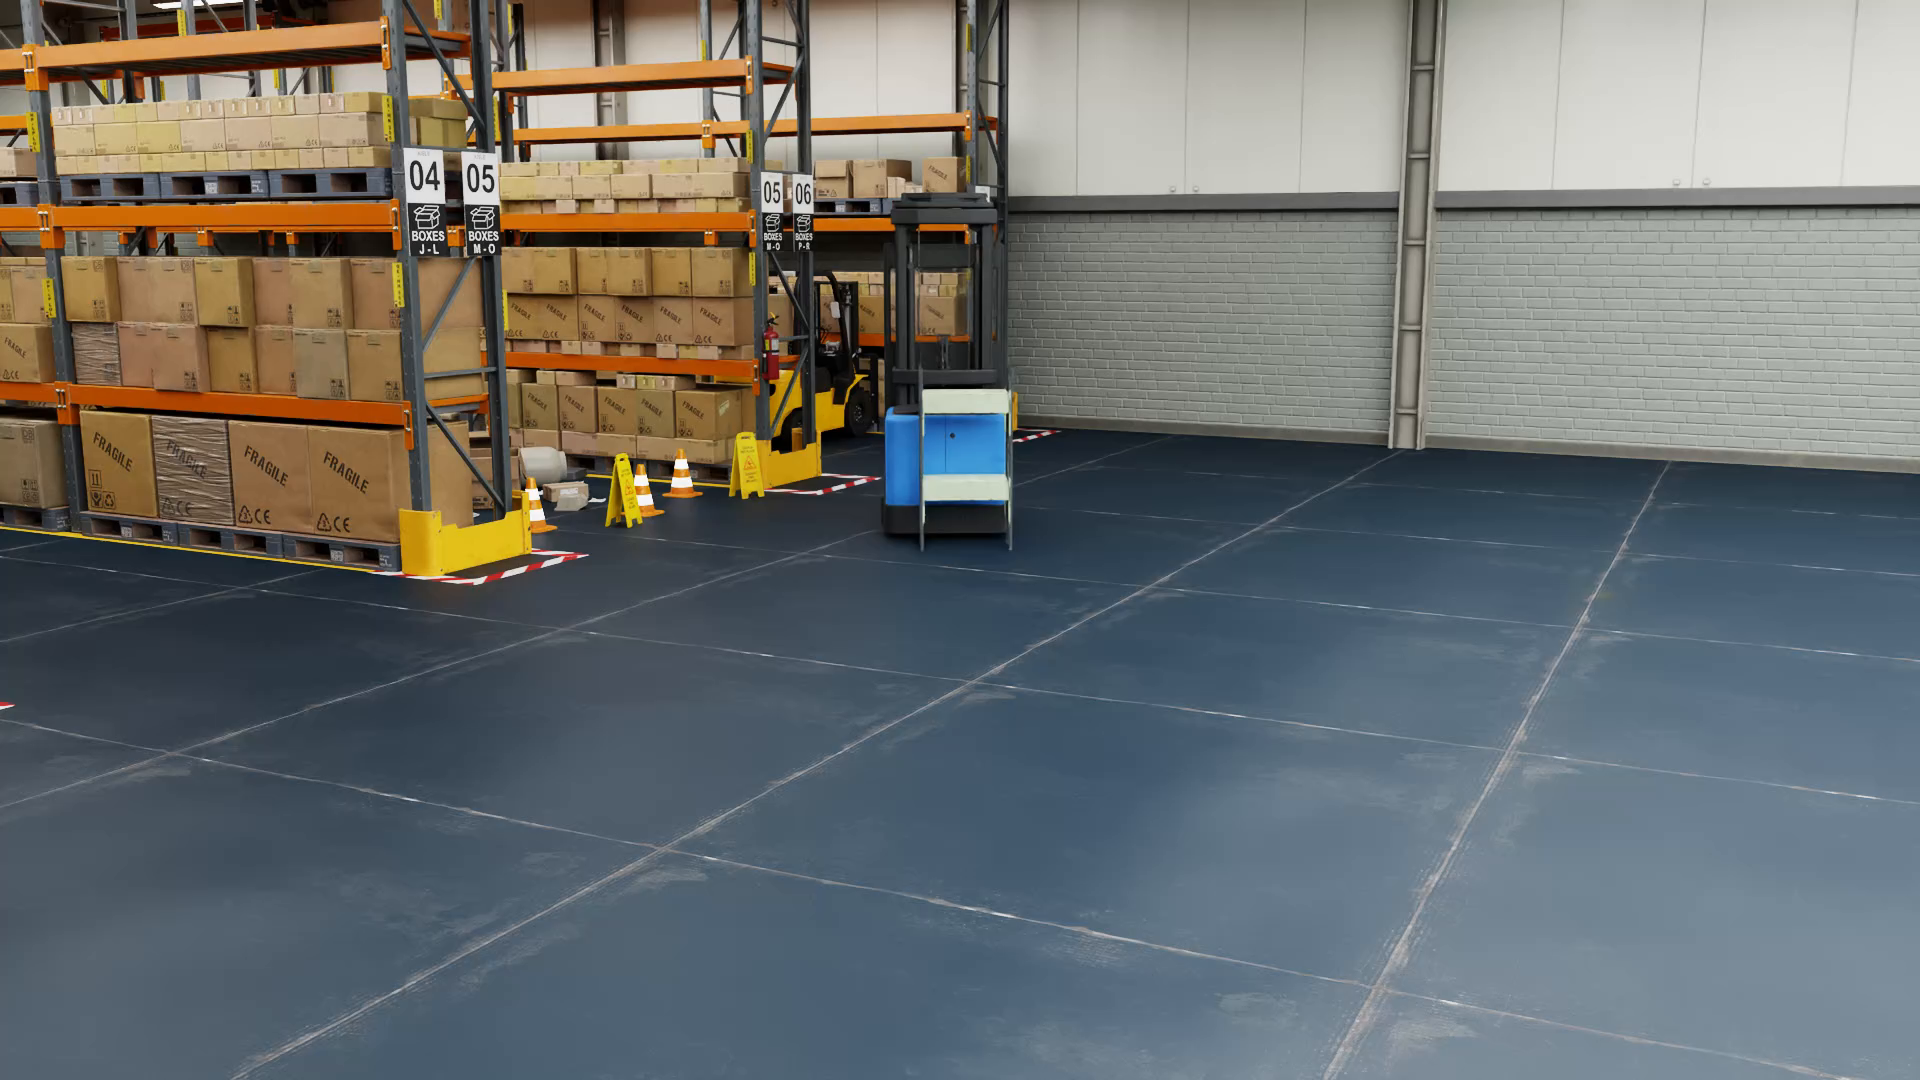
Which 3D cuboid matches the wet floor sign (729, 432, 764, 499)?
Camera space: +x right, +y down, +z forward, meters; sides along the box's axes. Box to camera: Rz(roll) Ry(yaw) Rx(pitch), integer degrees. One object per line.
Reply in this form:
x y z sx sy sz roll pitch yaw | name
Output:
-2.135 -0.754 16.587 0.267 0.644 0.232 -10 14 -43 | wet floor sign

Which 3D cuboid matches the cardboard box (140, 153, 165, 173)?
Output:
-6.430 -3.061 13.543 0.250 0.149 0.380 5 11 25 | cardboard box

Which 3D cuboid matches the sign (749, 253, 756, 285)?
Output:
-2.096 -2.737 16.792 0.005 0.325 0.100 5 11 26 | sign

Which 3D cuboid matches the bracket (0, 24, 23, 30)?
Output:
-19.042 -9.429 30.951 5.218 0.066 0.076 5 11 26 | bracket

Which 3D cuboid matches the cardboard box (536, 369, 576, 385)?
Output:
-4.463 -1.807 18.404 0.250 0.149 0.380 6 12 28 | cardboard box

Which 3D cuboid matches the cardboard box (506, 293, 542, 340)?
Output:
-4.688 -2.495 18.475 0.500 0.500 0.500 5 11 26 | cardboard box

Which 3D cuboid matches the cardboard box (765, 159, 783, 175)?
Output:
-2.061 -3.904 17.423 0.250 0.149 0.380 5 11 25 | cardboard box

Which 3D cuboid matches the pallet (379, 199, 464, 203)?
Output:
-5.926 -3.863 19.258 1.003 0.211 1.213 5 11 26 | pallet

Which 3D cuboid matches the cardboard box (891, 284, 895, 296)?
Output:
-0.740 -3.310 21.993 0.250 0.149 0.380 5 11 25 | cardboard box

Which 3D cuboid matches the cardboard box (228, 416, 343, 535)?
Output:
-5.359 -0.573 13.762 0.875 0.875 0.875 5 11 25 | cardboard box

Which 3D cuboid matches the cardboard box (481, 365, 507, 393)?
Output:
-7.288 -2.498 25.449 0.500 0.500 0.500 5 12 27 | cardboard box

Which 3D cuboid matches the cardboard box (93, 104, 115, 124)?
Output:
-6.887 -3.493 13.693 0.250 0.149 0.380 5 11 25 | cardboard box

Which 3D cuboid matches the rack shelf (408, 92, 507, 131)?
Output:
-7.213 -4.973 19.582 4.000 0.370 1.077 5 11 26 | rack shelf

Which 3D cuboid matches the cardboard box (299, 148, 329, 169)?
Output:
-4.836 -2.921 12.768 0.250 0.149 0.380 5 11 27 | cardboard box

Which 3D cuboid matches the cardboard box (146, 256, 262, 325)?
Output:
-6.235 -2.097 13.940 0.550 0.550 0.875 5 11 26 | cardboard box

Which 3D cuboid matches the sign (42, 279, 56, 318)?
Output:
-7.750 -2.059 14.155 0.005 0.325 0.100 5 11 26 | sign

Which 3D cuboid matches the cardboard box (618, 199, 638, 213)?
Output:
-3.412 -3.540 17.650 0.250 0.149 0.380 5 11 24 | cardboard box

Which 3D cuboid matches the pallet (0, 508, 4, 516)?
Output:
-9.343 -0.388 15.781 1.213 0.211 1.003 5 11 26 | pallet

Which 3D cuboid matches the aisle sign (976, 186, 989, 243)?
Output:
0.290 -4.119 21.267 0.004 0.787 0.394 5 11 26 | aisle sign

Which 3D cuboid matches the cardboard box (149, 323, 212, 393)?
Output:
-6.248 -1.561 14.012 0.550 0.550 0.875 5 11 26 | cardboard box

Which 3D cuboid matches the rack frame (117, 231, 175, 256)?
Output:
-13.988 -4.153 28.752 0.127 3.000 1.000 5 11 26 | rack frame

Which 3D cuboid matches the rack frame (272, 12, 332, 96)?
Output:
-10.401 -6.789 26.477 0.127 3.000 1.000 5 11 26 | rack frame

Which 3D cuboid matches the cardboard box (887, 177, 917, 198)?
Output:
-0.744 -4.594 21.688 0.258 0.266 0.396 5 11 26 | cardboard box

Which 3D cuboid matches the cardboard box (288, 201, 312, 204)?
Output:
-7.626 -4.140 19.972 0.637 0.503 0.797 5 11 26 | cardboard box

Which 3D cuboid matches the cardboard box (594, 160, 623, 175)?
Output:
-3.656 -3.939 17.613 0.250 0.149 0.380 5 12 27 | cardboard box

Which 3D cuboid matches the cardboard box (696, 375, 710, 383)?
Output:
-3.699 -2.285 23.919 0.625 0.625 0.875 6 12 28 | cardboard box

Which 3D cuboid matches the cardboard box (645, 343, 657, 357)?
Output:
-3.171 -2.054 17.865 0.250 0.149 0.380 5 11 27 | cardboard box

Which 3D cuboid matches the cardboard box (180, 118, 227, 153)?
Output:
-5.844 -3.218 13.290 0.500 0.250 0.500 5 11 26 | cardboard box

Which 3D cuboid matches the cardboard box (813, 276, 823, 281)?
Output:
-1.882 -3.560 22.543 0.250 0.149 0.380 5 11 26 | cardboard box

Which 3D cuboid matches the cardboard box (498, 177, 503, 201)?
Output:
-5.146 -3.884 18.432 0.500 0.250 0.500 5 11 25 | cardboard box

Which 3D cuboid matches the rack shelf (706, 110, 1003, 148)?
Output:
-1.433 -5.451 22.222 4.000 0.370 1.077 5 11 26 | rack shelf

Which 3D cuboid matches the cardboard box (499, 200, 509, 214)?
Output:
-5.039 -3.673 18.383 0.250 0.149 0.380 5 11 26 | cardboard box

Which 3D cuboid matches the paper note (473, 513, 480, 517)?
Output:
-4.550 -0.230 15.419 0.144 0.017 0.142 -10 14 -43 | paper note

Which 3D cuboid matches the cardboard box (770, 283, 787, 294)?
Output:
-2.390 -3.441 22.717 0.250 0.149 0.380 5 12 27 | cardboard box

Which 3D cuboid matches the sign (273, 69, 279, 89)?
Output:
-10.657 -7.203 25.915 0.005 0.325 0.100 5 11 26 | sign

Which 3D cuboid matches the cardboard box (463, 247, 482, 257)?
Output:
-5.121 -3.032 18.638 0.500 0.500 0.700 5 11 25 | cardboard box

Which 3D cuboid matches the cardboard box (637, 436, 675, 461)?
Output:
-3.137 -1.015 17.959 0.500 0.250 0.500 5 11 26 | cardboard box

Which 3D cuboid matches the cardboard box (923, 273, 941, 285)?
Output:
-0.289 -3.416 21.743 0.250 0.149 0.380 5 11 26 | cardboard box

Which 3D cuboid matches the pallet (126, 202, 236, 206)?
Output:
-9.608 -4.155 20.871 1.003 0.211 1.213 6 12 28 | pallet

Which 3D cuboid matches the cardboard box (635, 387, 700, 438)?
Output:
-3.136 -1.384 17.888 0.500 0.500 0.500 6 12 28 | cardboard box

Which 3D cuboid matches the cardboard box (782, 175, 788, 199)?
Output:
-2.165 -3.730 17.578 0.500 0.250 0.500 5 11 25 | cardboard box

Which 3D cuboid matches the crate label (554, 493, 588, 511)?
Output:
-3.707 -0.366 15.868 0.298 0.136 0.250 -1 10 -4 | crate label

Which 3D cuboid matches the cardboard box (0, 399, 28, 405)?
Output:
-13.109 -2.057 23.188 0.875 0.438 0.875 5 11 25 | cardboard box

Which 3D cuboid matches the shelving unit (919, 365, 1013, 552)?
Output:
0.043 -0.681 13.781 0.755 1.500 0.431 -1 10 -3 | shelving unit

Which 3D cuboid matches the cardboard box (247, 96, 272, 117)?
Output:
-5.294 -3.353 12.920 0.250 0.149 0.380 5 11 26 | cardboard box

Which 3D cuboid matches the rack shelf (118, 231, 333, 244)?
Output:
-12.194 -5.117 27.679 4.000 0.370 1.077 5 11 26 | rack shelf

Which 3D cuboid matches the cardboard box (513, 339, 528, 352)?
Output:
-4.778 -2.187 18.595 0.250 0.149 0.380 5 11 26 | cardboard box

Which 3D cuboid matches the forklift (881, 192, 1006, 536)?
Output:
-0.152 -1.696 15.372 1.130 2.935 3.031 0 10 -1 | forklift

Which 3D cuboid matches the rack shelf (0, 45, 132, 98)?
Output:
-9.313 -4.174 15.170 4.000 0.370 1.077 5 11 26 | rack shelf

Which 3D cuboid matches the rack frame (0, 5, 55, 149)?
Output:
-12.594 -5.996 22.095 0.127 3.000 1.000 5 11 26 | rack frame
